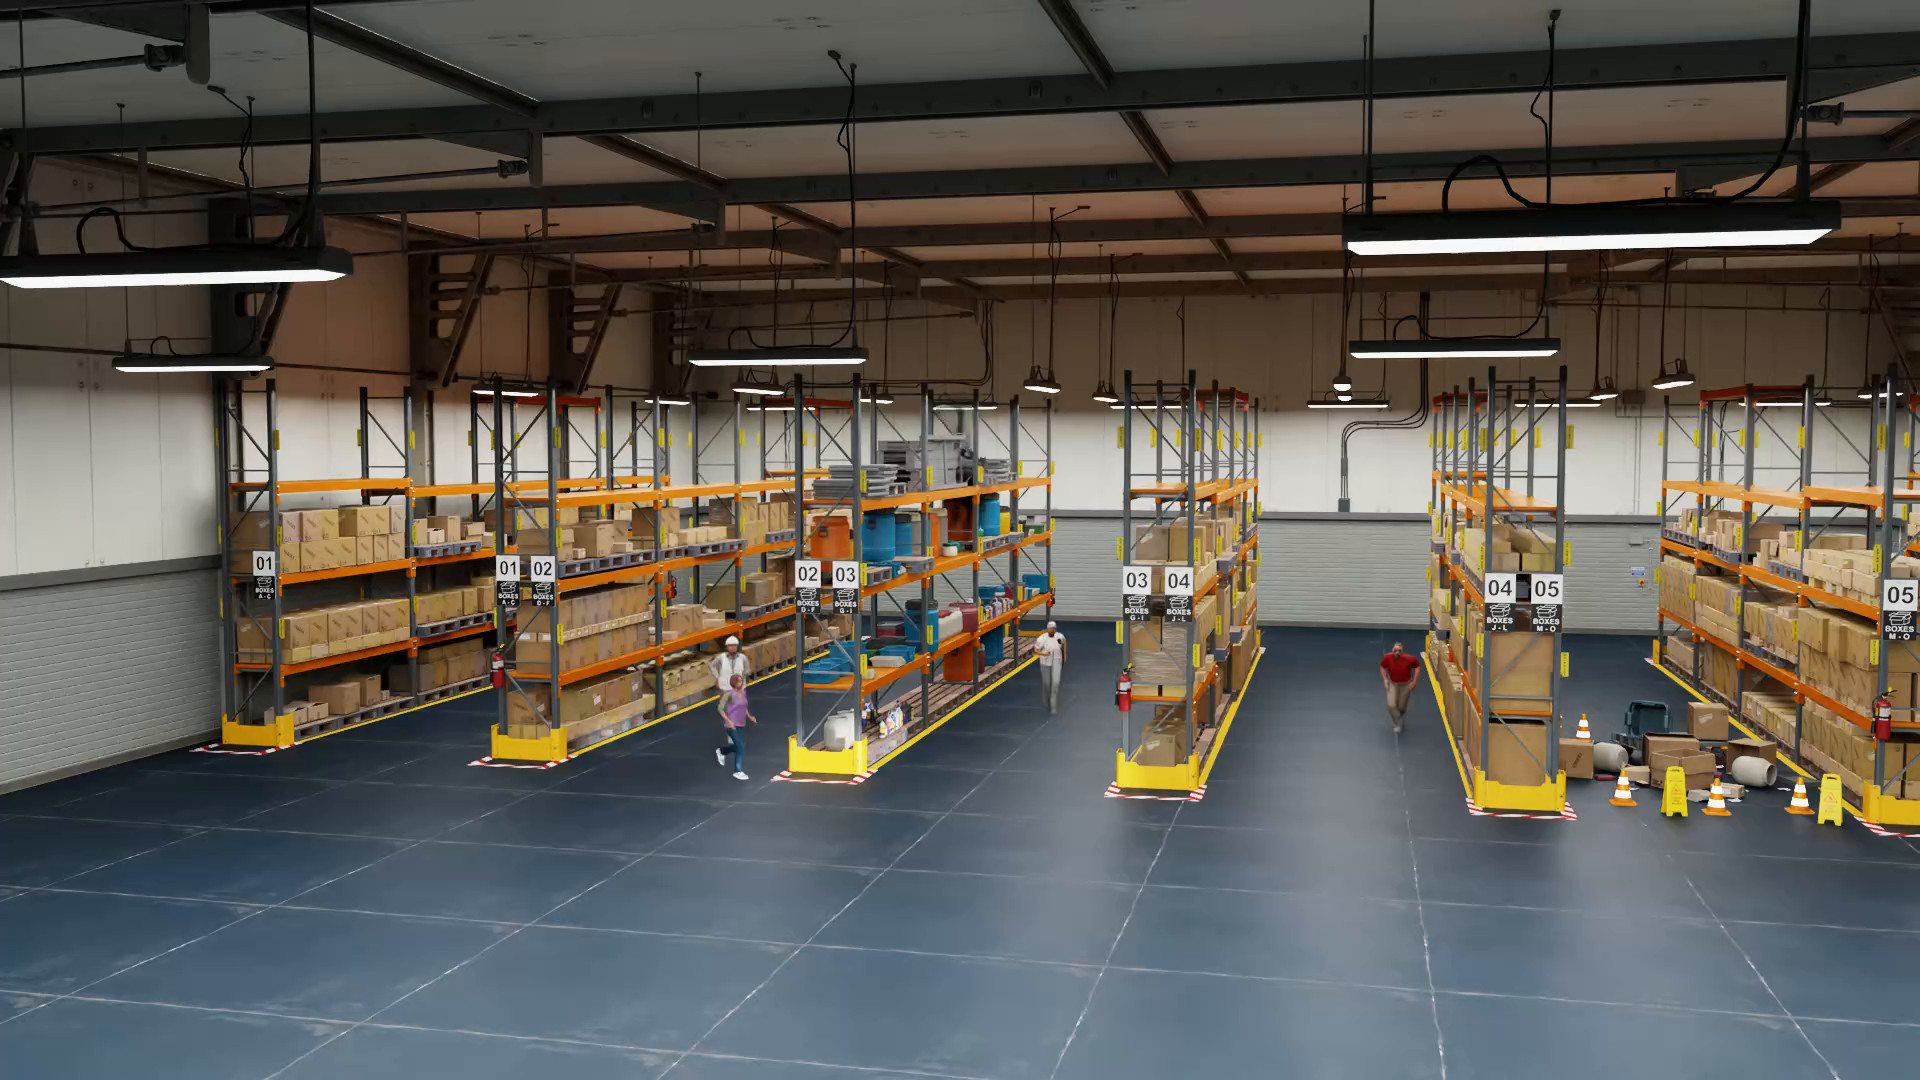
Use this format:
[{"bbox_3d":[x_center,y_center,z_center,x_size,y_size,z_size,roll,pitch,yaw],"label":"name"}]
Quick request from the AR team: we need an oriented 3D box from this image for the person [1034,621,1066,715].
[{"bbox_3d":[1.672,2.338,30.753,0.628,1.703,0.936,0,3,-5],"label":"person"}]

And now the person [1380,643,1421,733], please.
[{"bbox_3d":[7.591,2.518,28.631,0.681,1.583,0.918,1,4,22],"label":"person"}]

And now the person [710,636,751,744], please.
[{"bbox_3d":[-3.774,2.488,27.471,0.657,1.807,0.796,-1,4,-16],"label":"person"}]

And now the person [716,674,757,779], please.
[{"bbox_3d":[-3.411,2.754,24.699,0.680,1.562,0.525,2,4,34],"label":"person"}]
